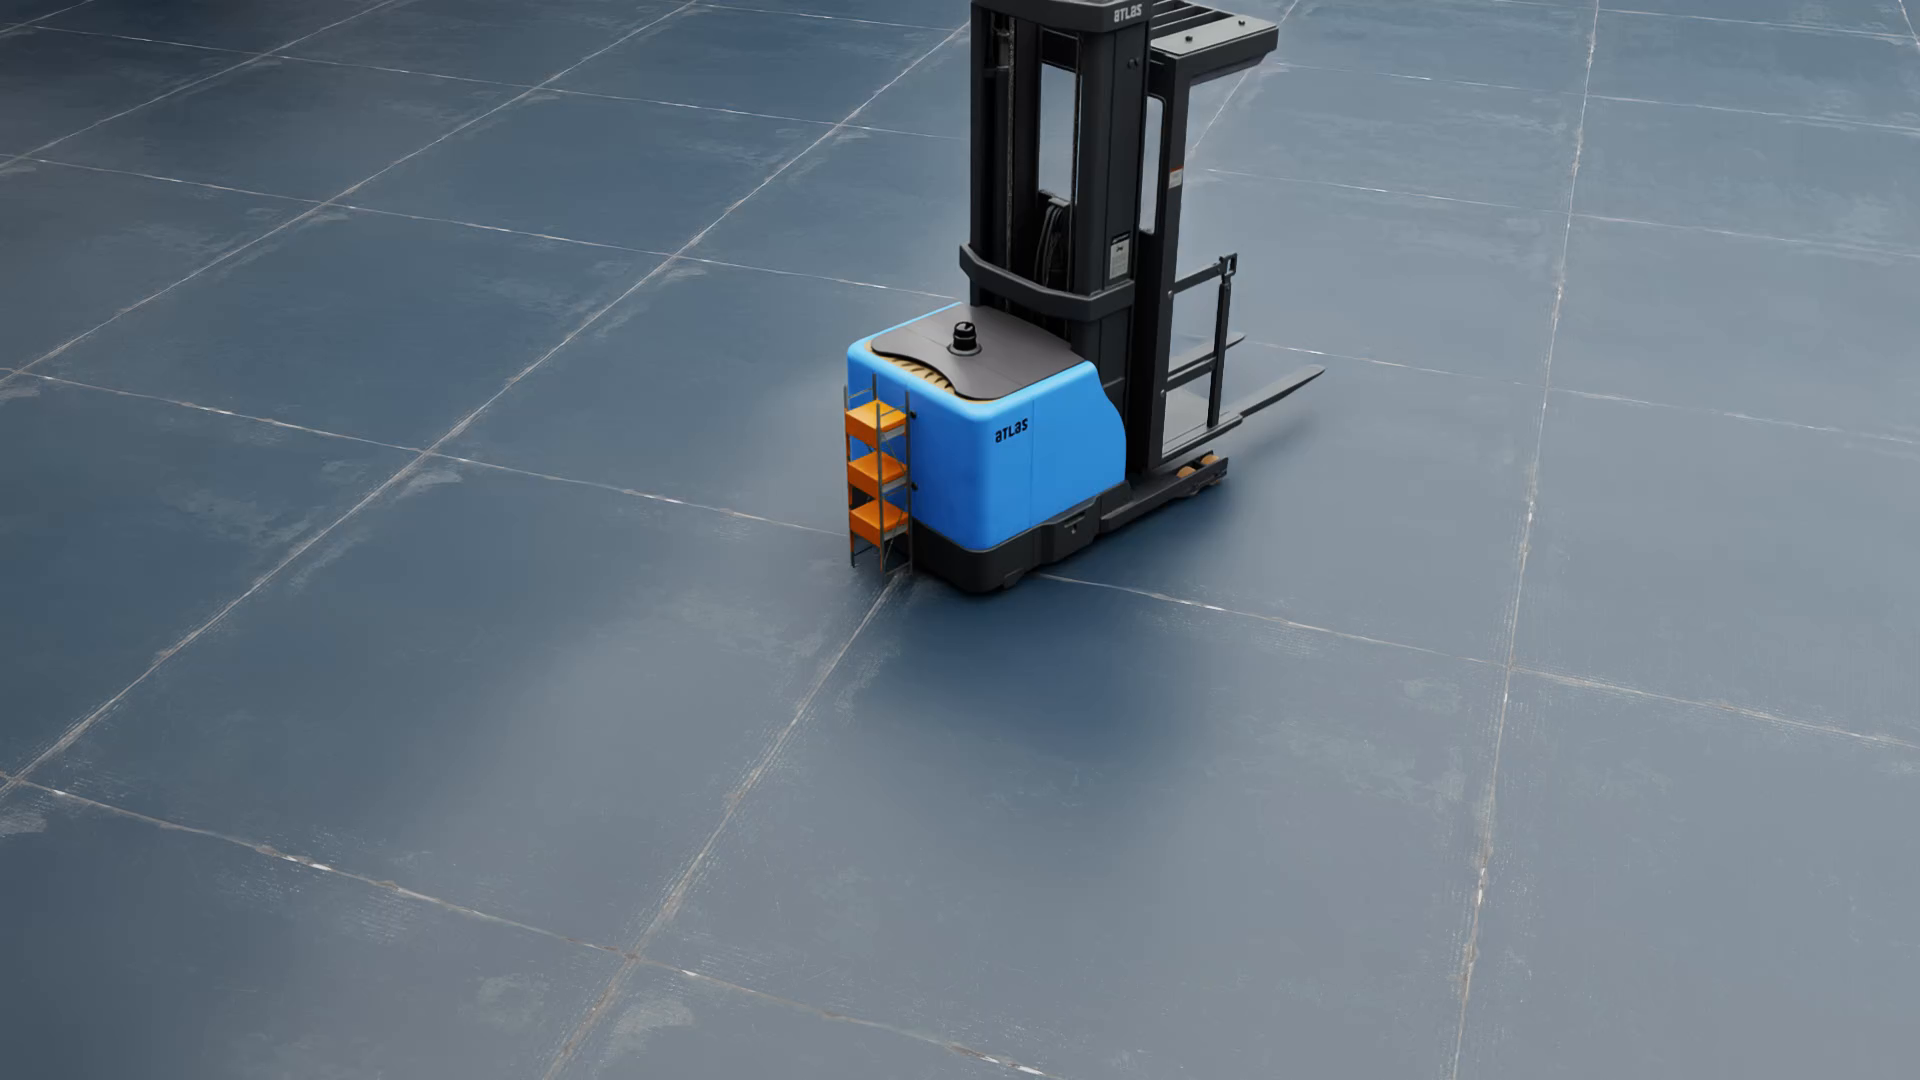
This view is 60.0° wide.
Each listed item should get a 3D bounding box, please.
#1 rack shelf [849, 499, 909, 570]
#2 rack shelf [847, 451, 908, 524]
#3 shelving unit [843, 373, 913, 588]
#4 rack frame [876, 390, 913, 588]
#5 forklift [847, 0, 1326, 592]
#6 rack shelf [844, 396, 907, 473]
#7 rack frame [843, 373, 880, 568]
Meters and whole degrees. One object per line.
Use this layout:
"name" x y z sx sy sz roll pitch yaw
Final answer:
"rack shelf" -0.400 -0.041 8.377 0.215 0.259 0.240 -27 41 -35
"rack shelf" -0.400 -0.274 8.226 0.215 0.259 0.240 -27 41 -35
"shelving unit" -0.400 -0.283 8.221 0.215 1.050 0.252 -27 41 -35
"rack frame" -0.317 -0.235 8.145 0.200 1.050 0.008 -27 41 -35
"forklift" 0.846 -1.652 8.606 3.031 2.935 1.130 -26 41 -35
"rack shelf" -0.400 -0.513 8.072 0.215 0.259 0.240 -27 41 -35
"rack frame" -0.482 -0.332 8.296 0.200 1.050 0.008 -27 41 -35
